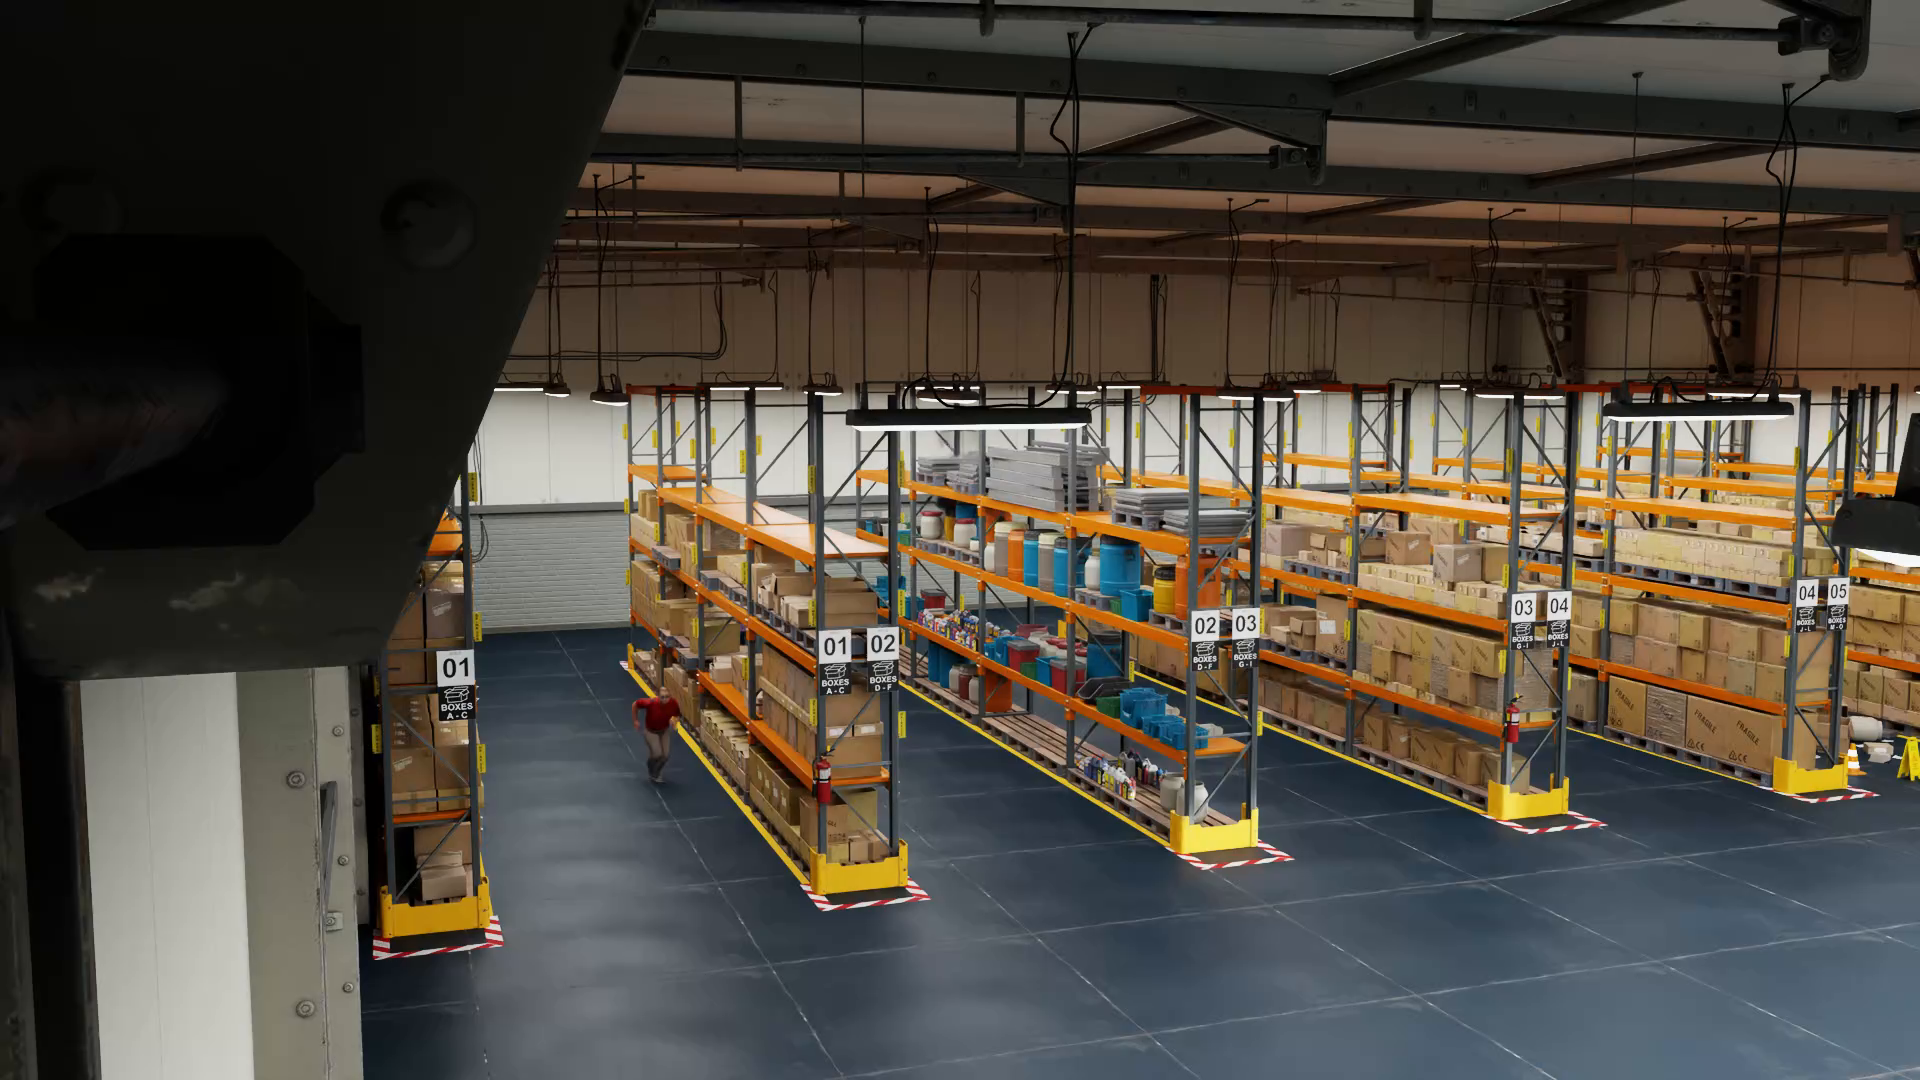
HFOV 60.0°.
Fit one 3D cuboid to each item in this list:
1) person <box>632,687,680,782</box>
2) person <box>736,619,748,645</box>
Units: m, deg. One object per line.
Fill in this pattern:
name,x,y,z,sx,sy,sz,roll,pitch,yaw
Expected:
person,-4.604,2.963,25.232,0.694,1.548,0.872,-3,7,-30
person,-4.576,1.930,35.061,0.579,1.624,0.760,-4,7,-36
